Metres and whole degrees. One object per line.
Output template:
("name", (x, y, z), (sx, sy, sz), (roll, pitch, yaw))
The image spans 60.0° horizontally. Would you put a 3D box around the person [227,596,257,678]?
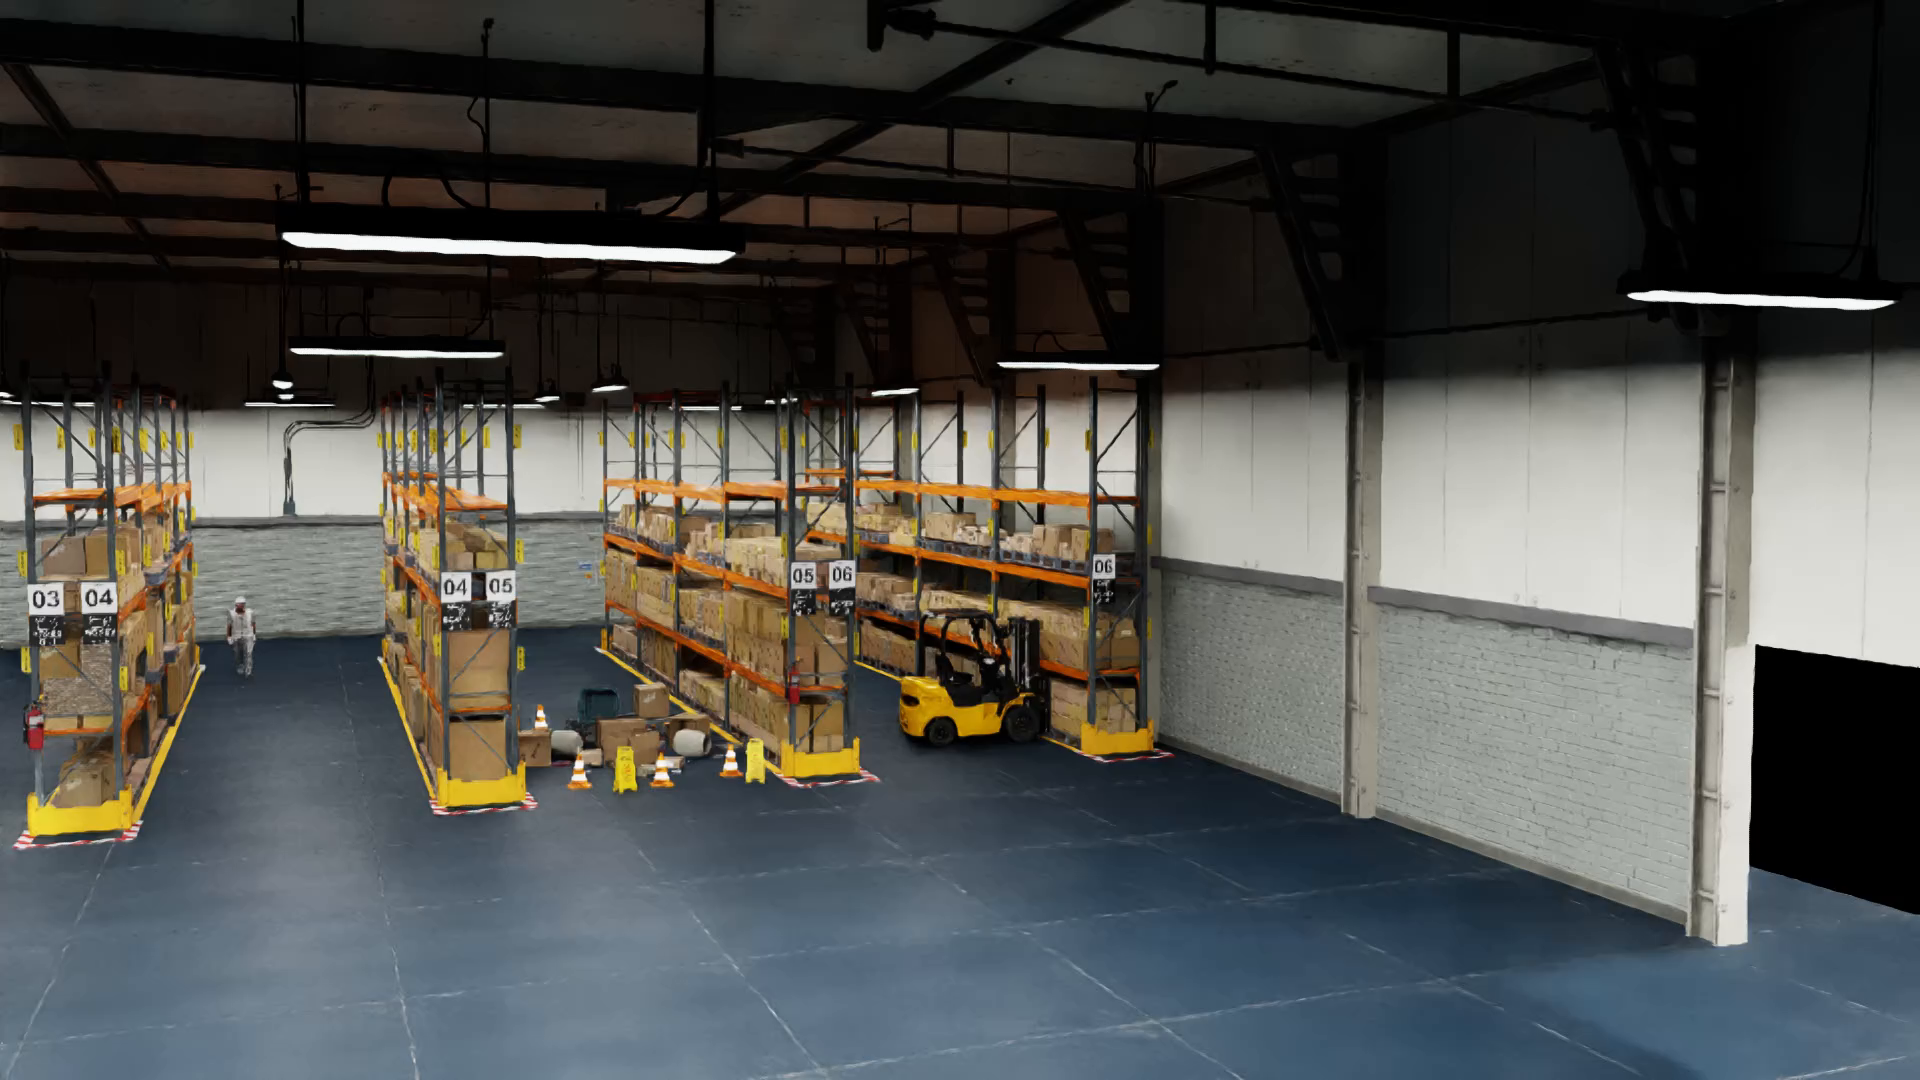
("person", (-15.145, 2.028, 35.047), (0.566, 1.706, 1.122), (-1, 4, -20))
